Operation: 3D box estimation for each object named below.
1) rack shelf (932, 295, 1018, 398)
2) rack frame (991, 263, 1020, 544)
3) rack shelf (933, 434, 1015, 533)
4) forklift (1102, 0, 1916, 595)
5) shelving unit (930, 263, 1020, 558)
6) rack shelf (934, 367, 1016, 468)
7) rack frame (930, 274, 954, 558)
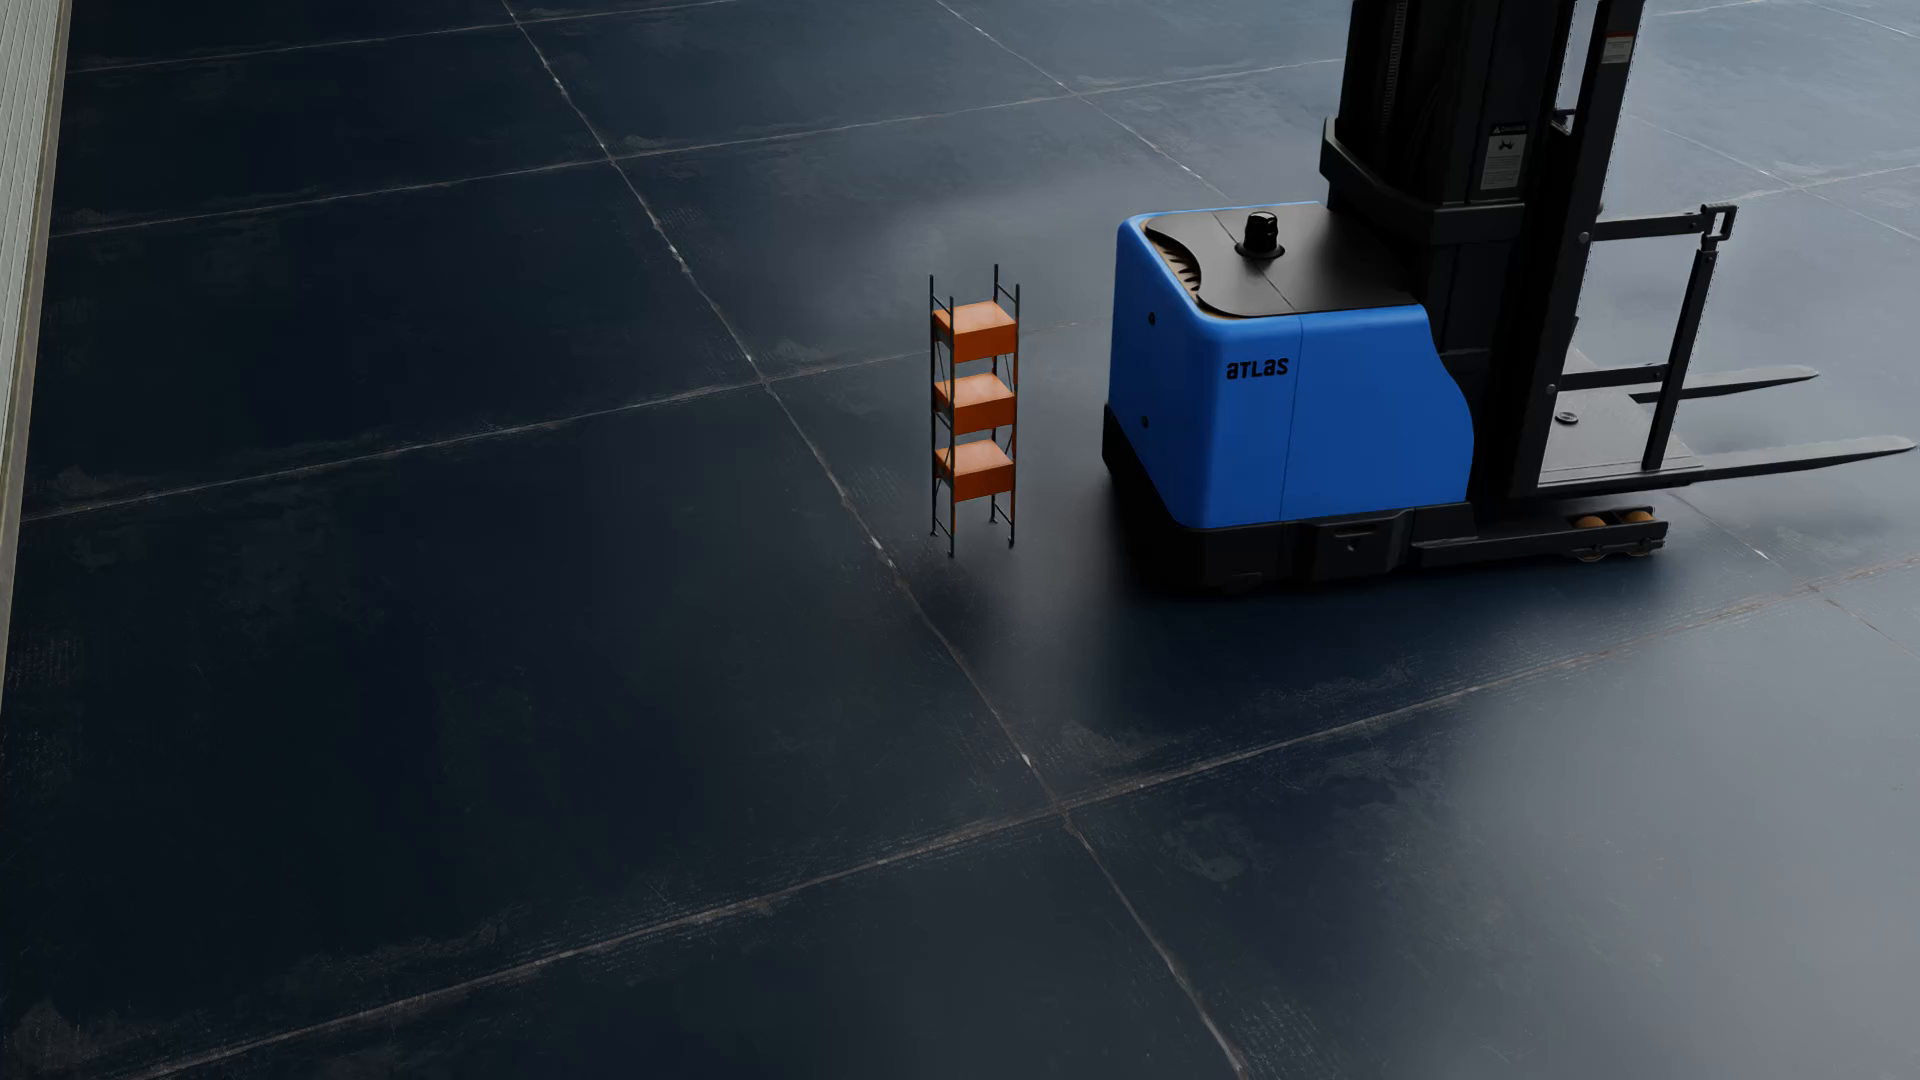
[{"bbox_3d":[0.049,-0.680,5.832,0.240,0.259,0.215,-13,35,-19],"label":"rack shelf"},{"bbox_3d":[0.162,-0.477,6.021,0.008,1.050,0.200,-13,35,-19],"label":"rack frame"},{"bbox_3d":[0.049,-0.210,6.138,0.240,0.259,0.215,-13,35,-19],"label":"rack shelf"},{"bbox_3d":[2.134,-1.424,5.752,3.031,2.935,1.130,-6,34,-9],"label":"forklift"},{"bbox_3d":[0.049,-0.451,5.981,0.252,1.050,0.215,-13,35,-19],"label":"shelving unit"},{"bbox_3d":[0.049,-0.442,5.987,0.240,0.259,0.215,-13,35,-19],"label":"rack shelf"},{"bbox_3d":[-0.063,-0.426,5.941,0.008,1.050,0.200,-13,35,-19],"label":"rack frame"}]
